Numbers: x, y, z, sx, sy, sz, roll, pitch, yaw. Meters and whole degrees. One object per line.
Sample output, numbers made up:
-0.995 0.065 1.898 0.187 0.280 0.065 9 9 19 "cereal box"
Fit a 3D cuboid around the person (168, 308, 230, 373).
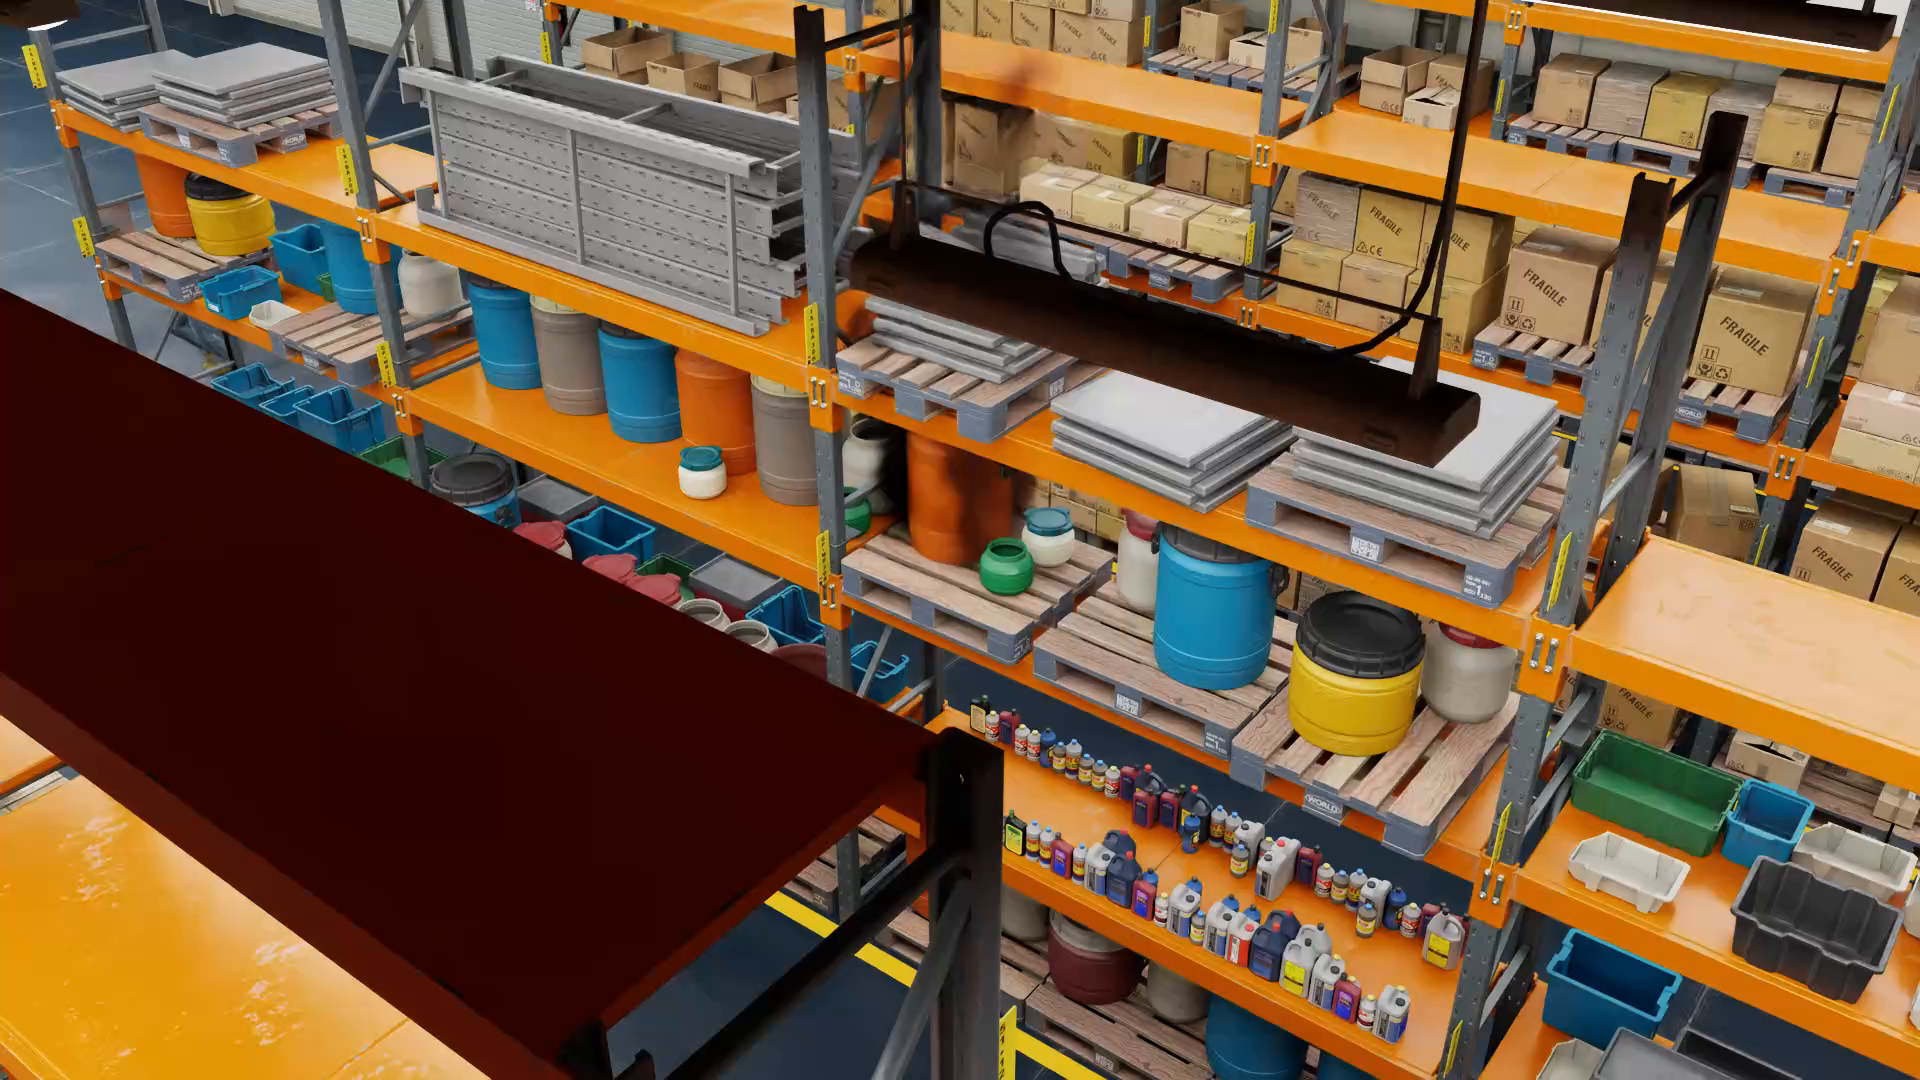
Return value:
-8.256 -2.577 17.806 0.665 1.740 0.685 -16 35 -24 "person"
